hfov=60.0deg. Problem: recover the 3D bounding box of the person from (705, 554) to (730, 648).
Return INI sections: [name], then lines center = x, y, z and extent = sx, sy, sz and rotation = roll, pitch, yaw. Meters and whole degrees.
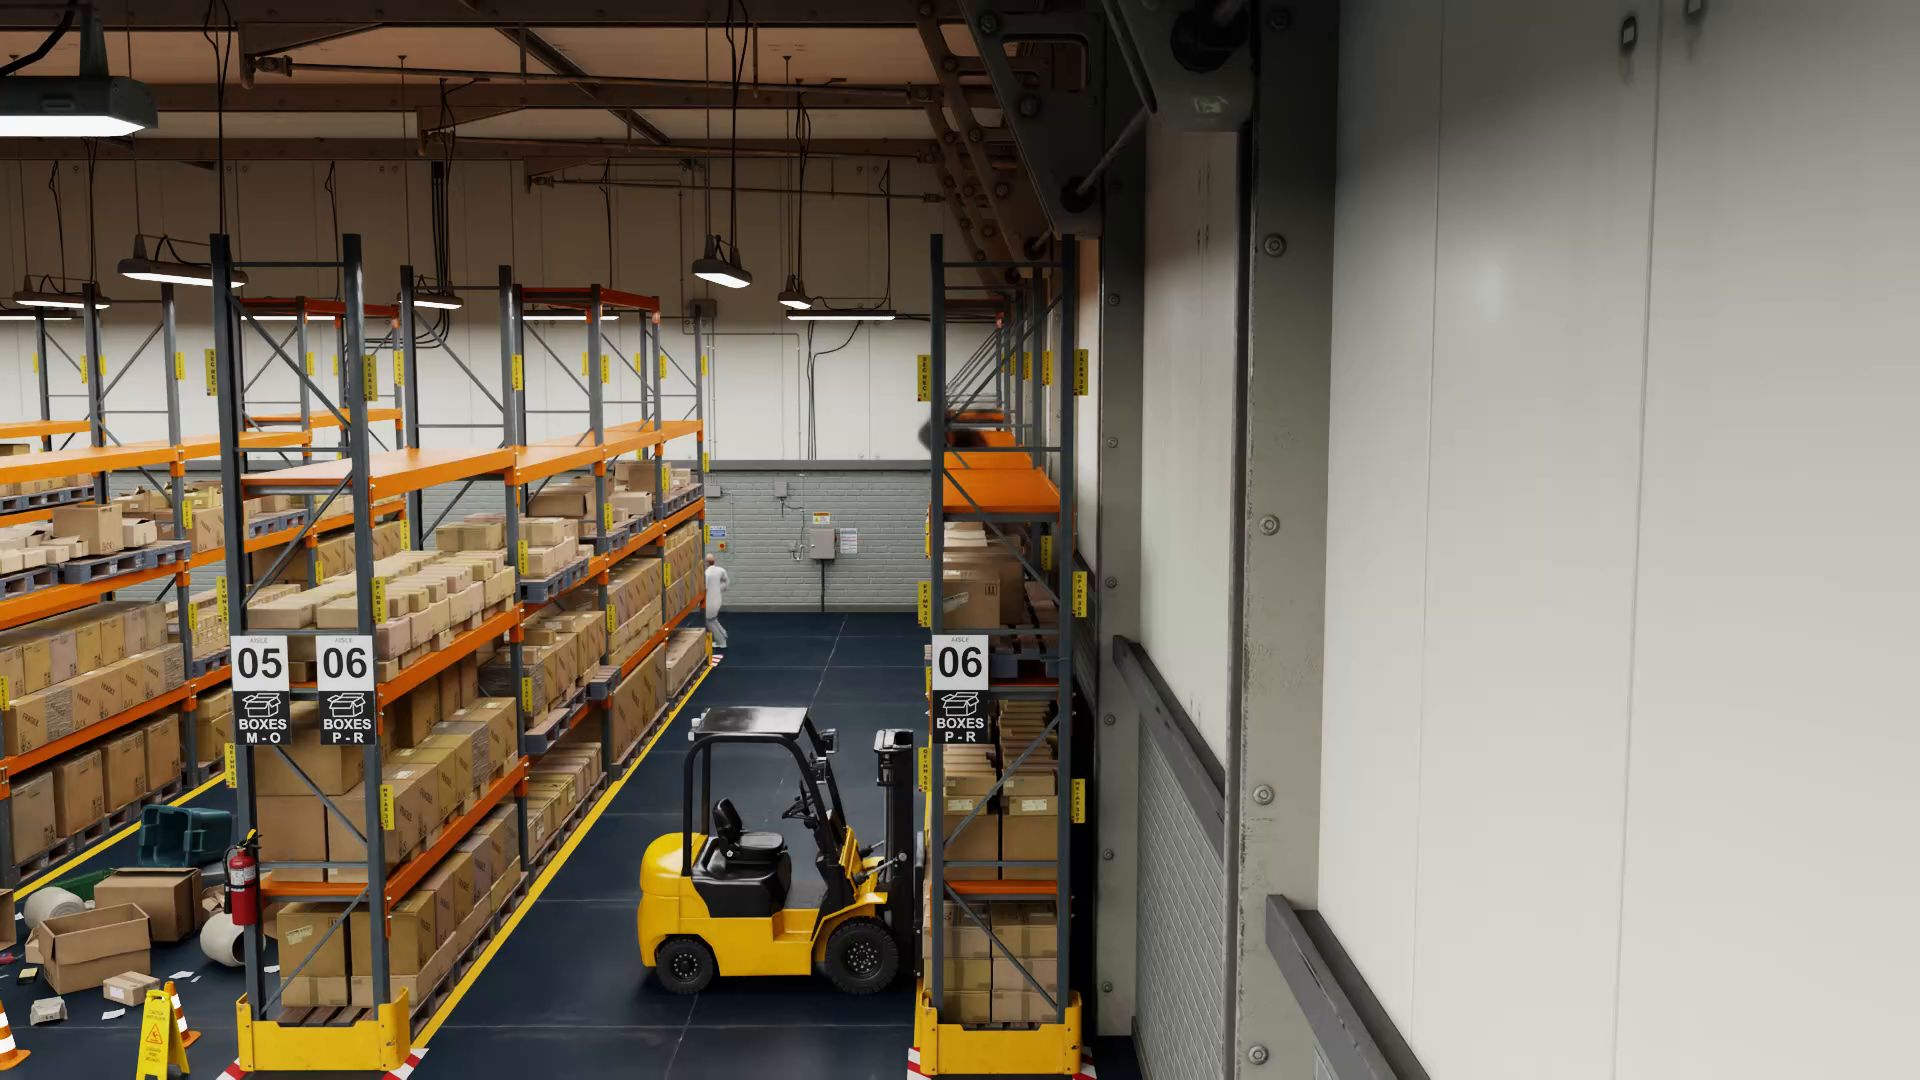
[person]
center = -4.424, 1.128, 29.331
extent = 0.513, 1.637, 0.819
rotation = 4, 7, 29
